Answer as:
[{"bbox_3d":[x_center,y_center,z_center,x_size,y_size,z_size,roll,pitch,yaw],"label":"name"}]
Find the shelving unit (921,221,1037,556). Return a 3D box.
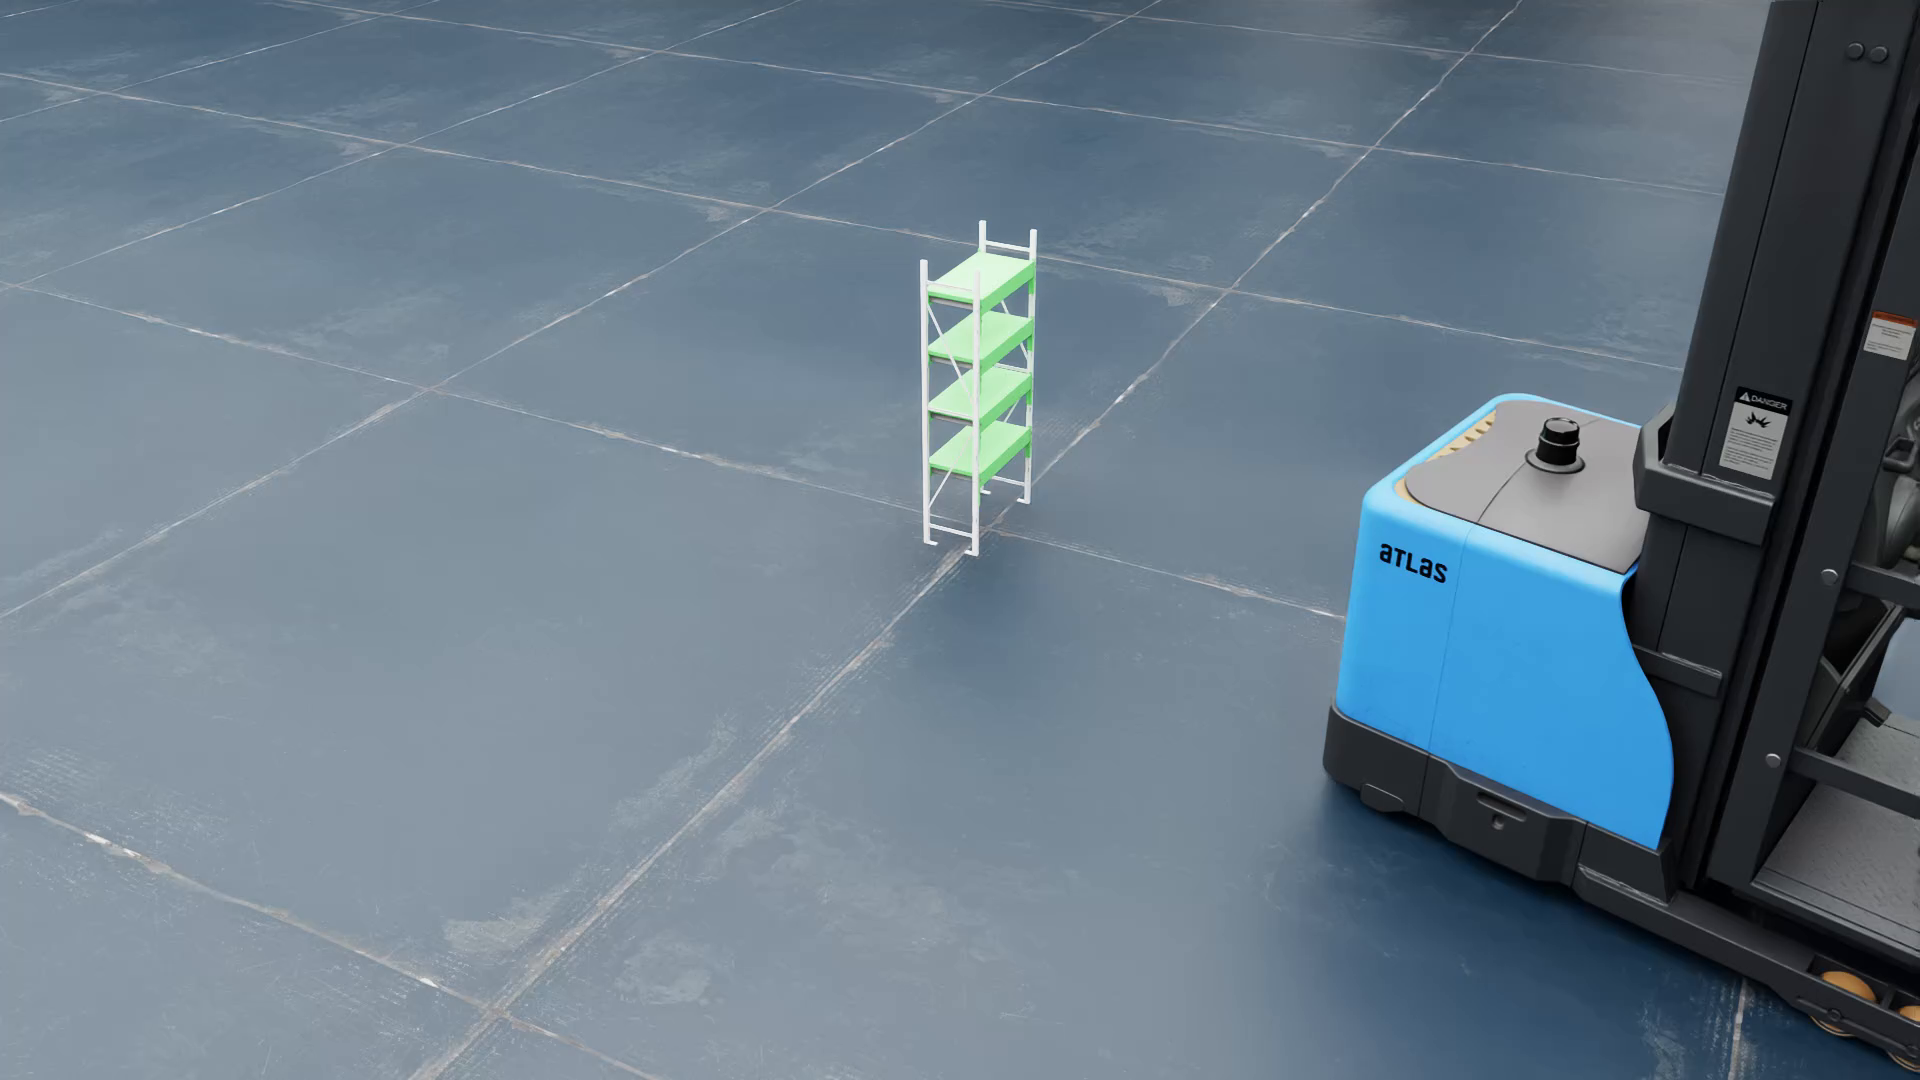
[{"bbox_3d":[0.075,-0.594,6.579,0.258,1.200,0.503,14,33,23],"label":"shelving unit"}]

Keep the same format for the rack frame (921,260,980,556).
[{"bbox_3d":[-0.036,-0.486,6.391,0.240,1.200,0.015,14,33,23],"label":"rack frame"}]

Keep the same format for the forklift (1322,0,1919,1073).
[{"bbox_3d":[2.612,-0.183,4.125,3.031,2.935,1.130,23,37,34],"label":"forklift"}]

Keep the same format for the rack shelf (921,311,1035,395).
[{"bbox_3d":[0.075,-0.746,6.491,0.258,0.148,0.480,14,33,23],"label":"rack shelf"}]

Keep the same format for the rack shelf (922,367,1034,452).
[{"bbox_3d":[0.075,-0.538,6.611,0.258,0.148,0.480,14,33,23],"label":"rack shelf"}]

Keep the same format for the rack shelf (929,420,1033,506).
[{"bbox_3d":[0.075,-0.330,6.730,0.258,0.148,0.480,14,33,23],"label":"rack shelf"}]

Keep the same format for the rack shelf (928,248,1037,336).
[{"bbox_3d":[0.075,-0.955,6.372,0.258,0.148,0.480,14,33,23],"label":"rack shelf"}]

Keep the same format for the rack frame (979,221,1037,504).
[{"bbox_3d":[0.187,-0.702,6.767,0.240,1.200,0.015,14,33,23],"label":"rack frame"}]
